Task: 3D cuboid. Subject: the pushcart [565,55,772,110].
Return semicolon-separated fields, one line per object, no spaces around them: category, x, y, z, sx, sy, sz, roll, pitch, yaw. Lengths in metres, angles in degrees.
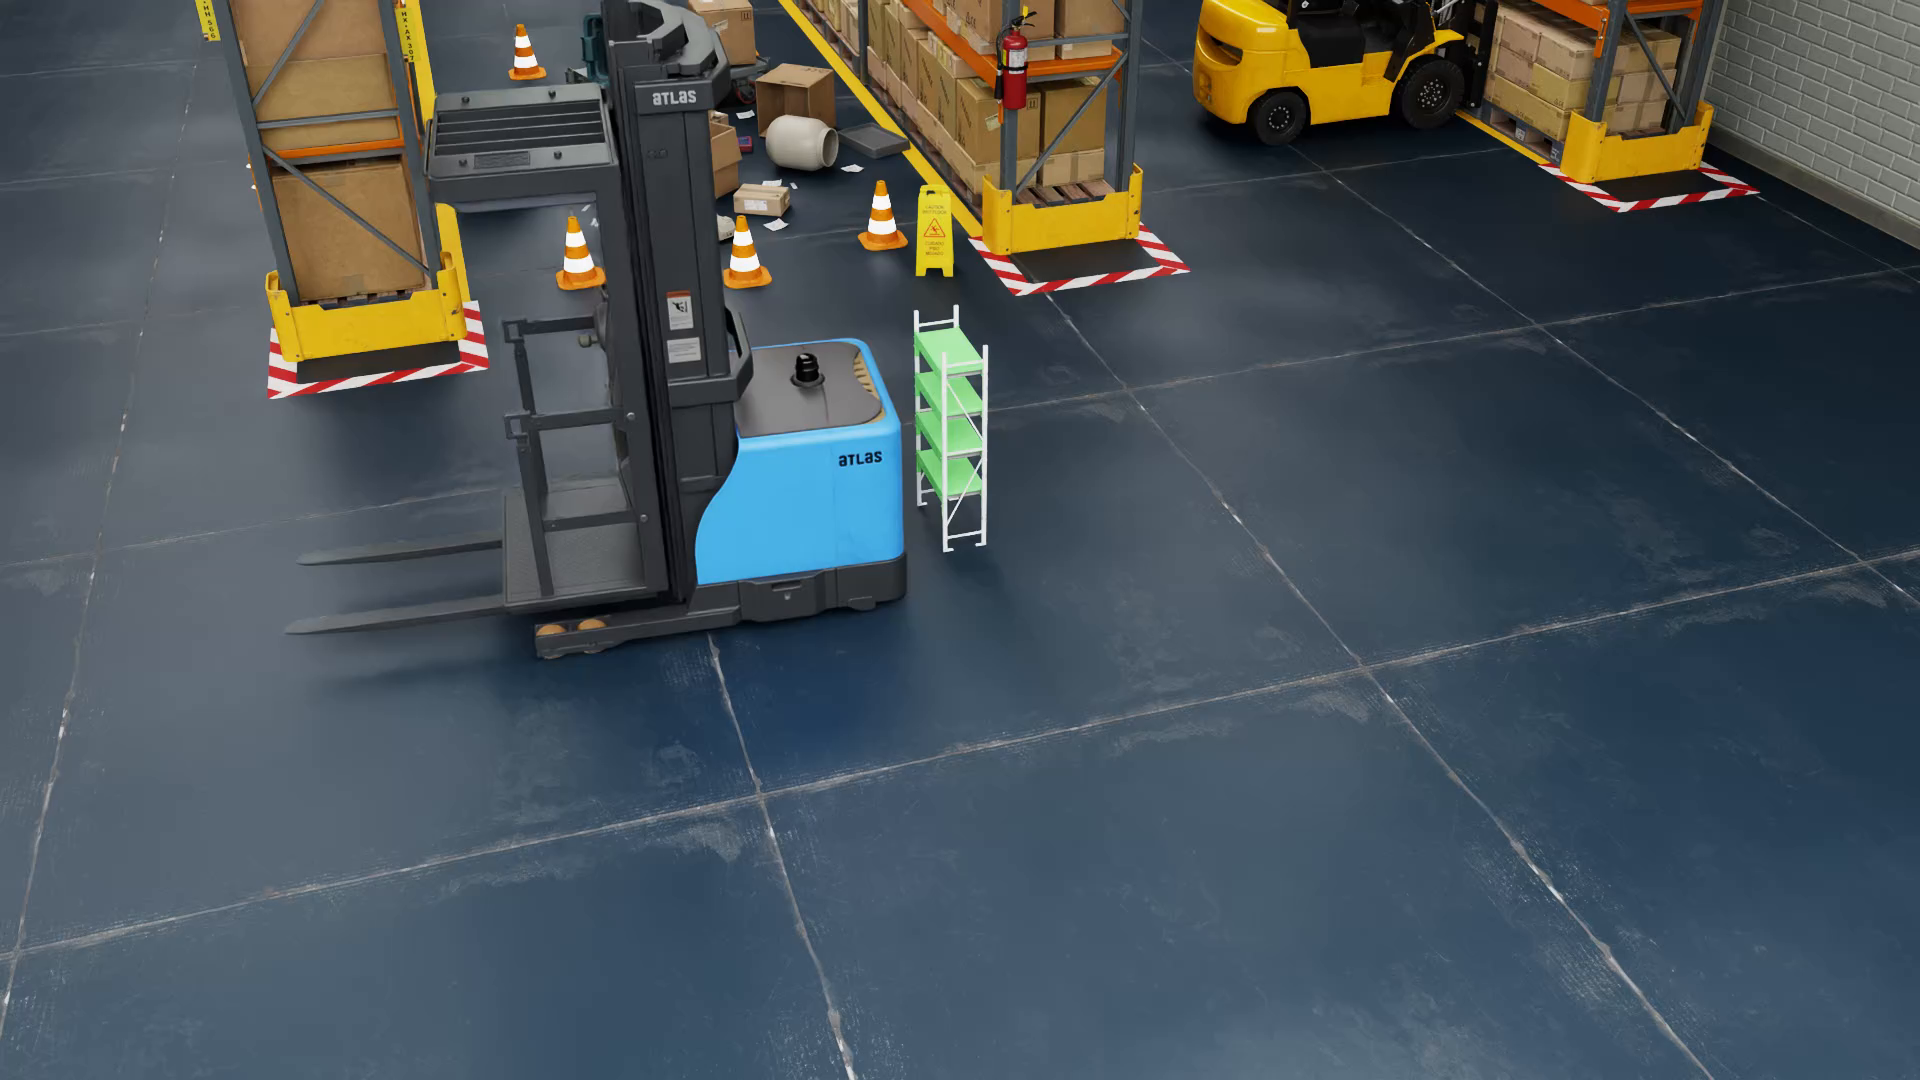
pushcart;-2.594;-4.082;14.905;1.648;0.377;0.936;-23;40;-31

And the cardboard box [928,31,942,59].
cardboard box;-0.039;-3.926;13.135;0.380;0.149;0.250;-9;34;-13

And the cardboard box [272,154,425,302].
cardboard box;-4.171;-2.234;11.275;0.875;0.875;0.875;-10;35;-14

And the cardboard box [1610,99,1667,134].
cardboard box;5.545;-3.641;13.972;0.500;0.250;0.500;-10;35;-15

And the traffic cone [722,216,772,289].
traffic cone;-1.531;-2.071;11.784;0.336;0.463;0.334;-10;35;-15

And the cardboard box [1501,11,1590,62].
cardboard box;4.909;-4.224;13.947;0.500;0.250;0.500;-9;35;-14

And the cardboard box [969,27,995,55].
cardboard box;0.281;-3.655;12.108;0.380;0.149;0.250;-10;35;-15

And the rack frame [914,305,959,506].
rack frame;-0.125;-0.716;9.064;0.240;1.200;0.015;-10;35;-15

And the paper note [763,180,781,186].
paper note;-1.518;-2.875;13.403;0.148;0.019;0.142;1;33;2

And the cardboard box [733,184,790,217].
cardboard box;-1.541;-2.644;12.936;0.380;0.149;0.250;7;34;10

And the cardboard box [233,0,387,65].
cardboard box;-3.977;-3.314;10.249;0.875;0.550;0.550;-10;35;-15

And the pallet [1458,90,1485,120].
pallet;4.867;-4.193;15.223;1.003;0.211;1.213;-10;35;-15

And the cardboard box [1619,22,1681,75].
cardboard box;5.542;-4.052;13.686;0.500;0.250;0.500;-11;35;-15

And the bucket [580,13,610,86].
bucket;-2.884;-4.285;14.424;0.726;0.611;0.620;1;23;2

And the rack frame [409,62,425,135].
rack frame;-5.121;-4.700;13.462;1.000;3.000;0.127;-10;35;-15

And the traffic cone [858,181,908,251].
traffic cone;-0.578;-2.436;12.336;0.336;0.463;0.334;-10;35;-15

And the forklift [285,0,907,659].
forklift;-1.845;-0.960;7.863;3.031;2.935;1.130;-7;34;-11

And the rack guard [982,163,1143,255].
rack guard;0.759;-2.483;12.373;1.175;0.500;0.348;-10;35;-15

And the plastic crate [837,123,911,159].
plastic crate;-0.740;-3.405;14.150;0.402;0.080;0.583;-23;40;-31

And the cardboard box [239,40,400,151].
cardboard box;-4.057;-2.850;10.525;0.875;0.550;0.550;-10;35;-15

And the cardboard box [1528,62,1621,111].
cardboard box;5.062;-3.762;13.701;0.500;0.250;0.500;-10;35;-15

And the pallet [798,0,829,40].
pallet;-1.053;-5.472;17.160;1.003;0.211;1.213;-10;35;-15

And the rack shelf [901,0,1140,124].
rack shelf;0.172;-4.235;13.411;1.077;0.370;4.000;-10;35;-15

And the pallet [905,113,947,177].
pallet;0.176;-3.434;14.075;1.003;0.211;1.213;-10;35;-15

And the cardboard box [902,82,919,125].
cardboard box;-0.177;-3.702;14.064;0.500;0.250;0.500;-10;35;-15

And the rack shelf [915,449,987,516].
rack shelf;-0.050;-0.334;9.038;0.258;0.148;0.480;-10;35;-15

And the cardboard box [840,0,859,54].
cardboard box;-0.600;-4.939;15.826;0.950;0.372;0.625;-10;35;-14

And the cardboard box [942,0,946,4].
cardboard box;0.057;-4.417;12.672;0.500;0.500;0.500;-10;35;-15

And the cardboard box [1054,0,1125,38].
cardboard box;0.902;-3.947;11.961;0.500;0.500;0.500;-11;35;-15

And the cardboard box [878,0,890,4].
cardboard box;-0.534;-4.766;14.406;0.380;0.149;0.250;-10;35;-14

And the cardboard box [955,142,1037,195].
cardboard box;0.272;-2.905;12.859;0.500;0.250;0.500;-10;35;-15

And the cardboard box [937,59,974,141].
cardboard box;0.127;-3.477;13.043;0.500;0.500;0.500;-9;34;-13

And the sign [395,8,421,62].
sign;-3.371;-3.084;10.159;0.100;0.325;0.005;-10;35;-15

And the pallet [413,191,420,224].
pallet;-4.588;-2.483;12.635;1.003;0.211;1.213;-10;35;-15

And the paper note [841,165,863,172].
paper note;-0.881;-3.059;13.671;0.142;0.019;0.148;-23;40;-31

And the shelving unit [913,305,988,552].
shelving unit;-0.050;-0.587;8.870;0.258;1.200;0.503;-10;35;-15

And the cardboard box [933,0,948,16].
cardboard box;0.008;-4.201;12.934;0.380;0.149;0.250;-10;35;-15

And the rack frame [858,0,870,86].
rack frame;-0.438;-5.586;14.802;1.000;3.000;0.127;-10;35;-15

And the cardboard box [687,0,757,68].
cardboard box;-2.124;-4.544;14.805;0.500;0.500;0.500;-10;35;-15

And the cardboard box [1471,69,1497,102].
cardboard box;4.777;-4.071;14.622;0.500;0.250;0.500;-10;35;-14

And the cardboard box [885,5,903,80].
cardboard box;-0.341;-4.292;14.277;0.500;0.500;0.500;-9;34;-13
